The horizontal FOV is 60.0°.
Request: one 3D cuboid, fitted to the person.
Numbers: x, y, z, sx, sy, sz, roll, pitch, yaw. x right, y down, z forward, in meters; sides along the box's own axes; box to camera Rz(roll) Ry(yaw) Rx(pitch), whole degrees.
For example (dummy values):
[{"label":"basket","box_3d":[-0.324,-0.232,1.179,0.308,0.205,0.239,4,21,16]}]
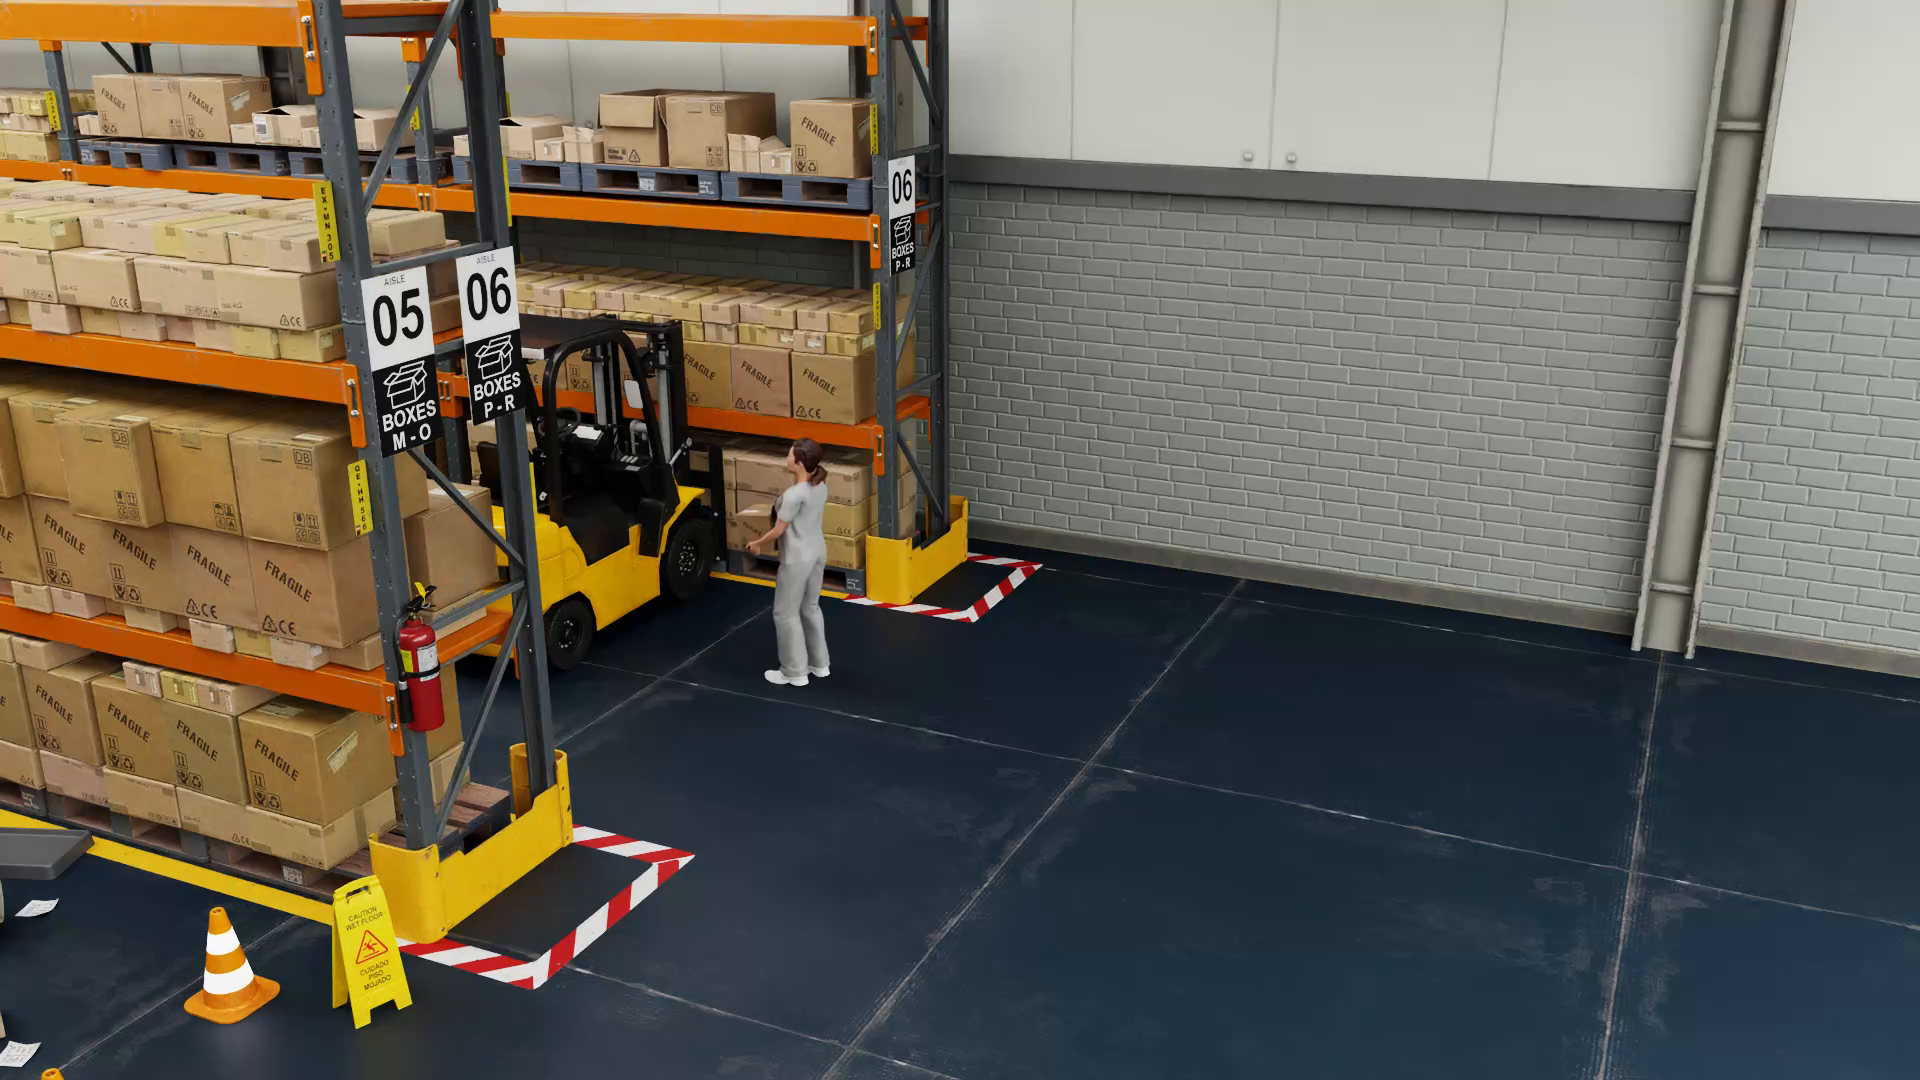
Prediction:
[{"label":"person","box_3d":[-1.079,0.128,10.718,0.554,1.662,0.436,9,21,24]}]
